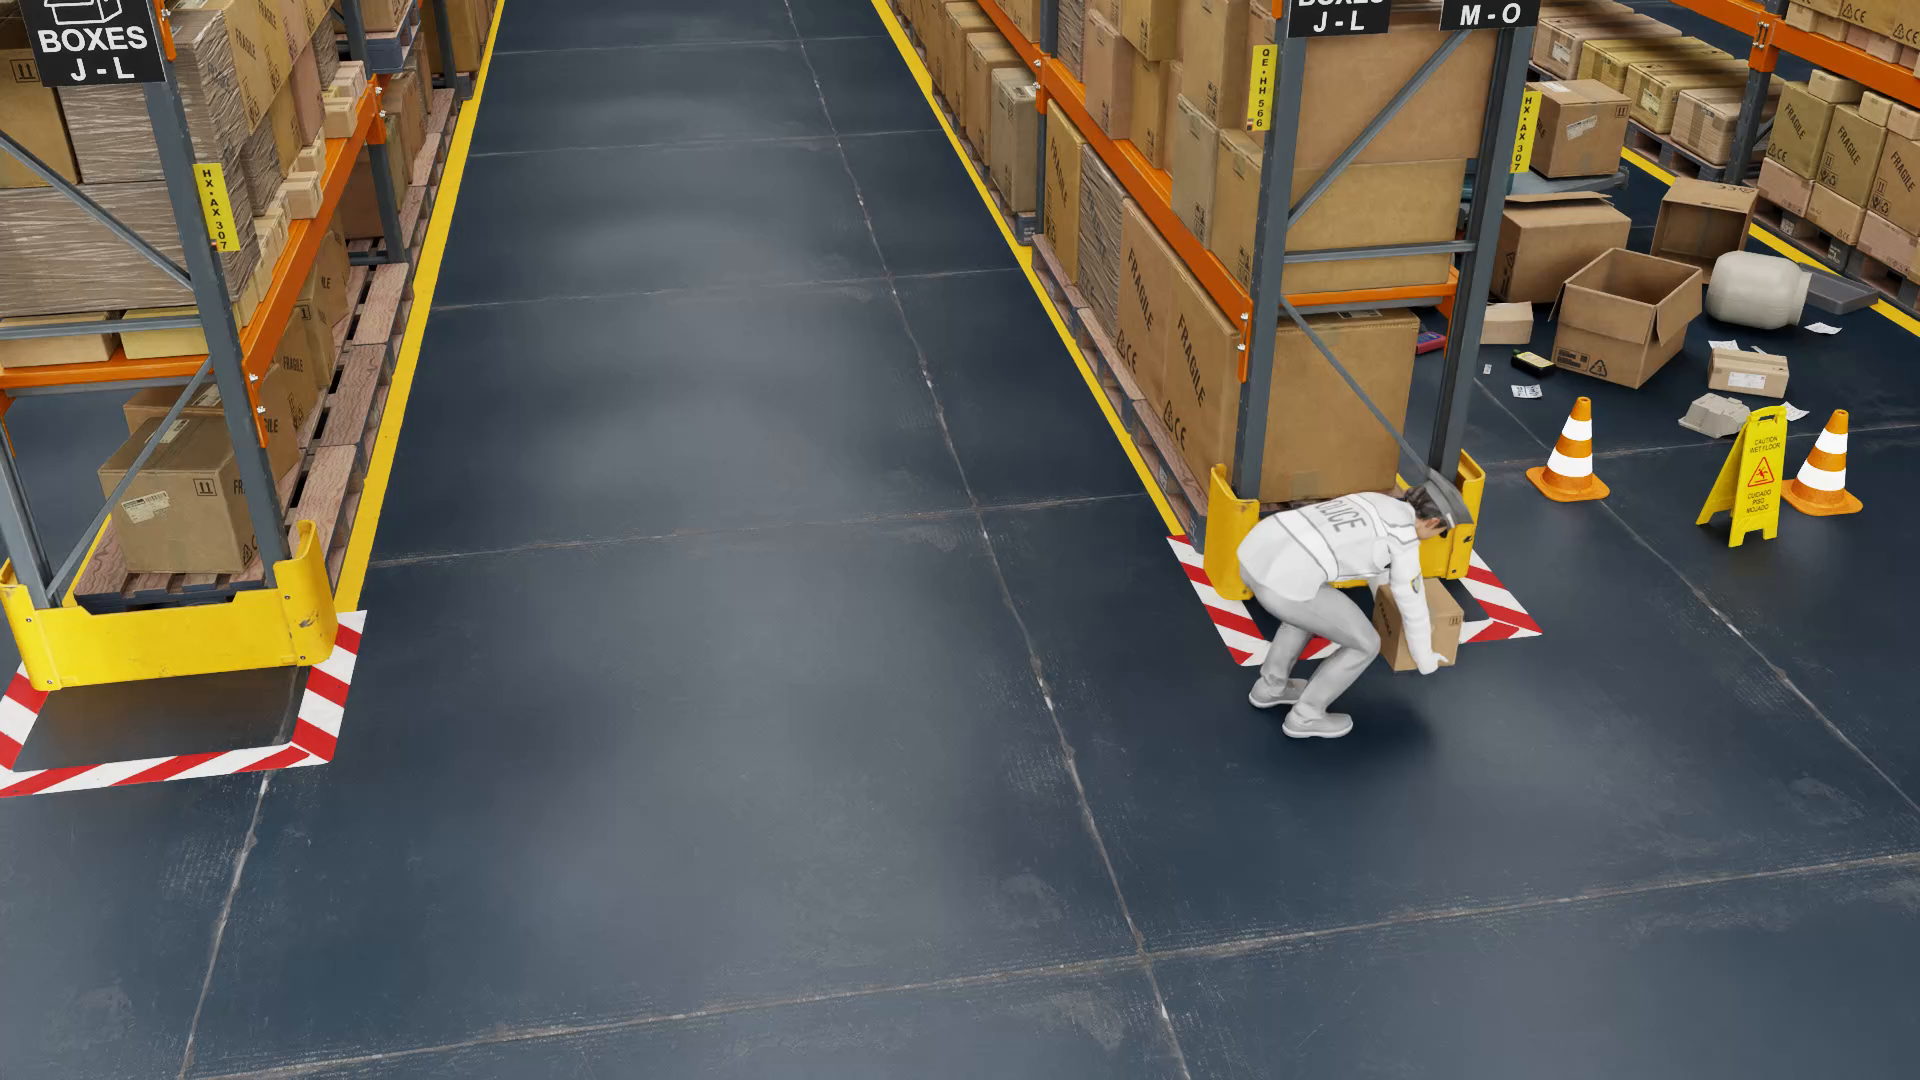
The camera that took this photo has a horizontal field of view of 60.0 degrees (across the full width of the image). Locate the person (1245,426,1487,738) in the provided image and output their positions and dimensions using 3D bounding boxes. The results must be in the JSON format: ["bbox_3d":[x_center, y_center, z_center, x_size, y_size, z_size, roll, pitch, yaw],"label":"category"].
[{"bbox_3d":[1.508,0.163,6.324,0.908,1.191,0.426,-9,32,-14],"label":"person"}]
